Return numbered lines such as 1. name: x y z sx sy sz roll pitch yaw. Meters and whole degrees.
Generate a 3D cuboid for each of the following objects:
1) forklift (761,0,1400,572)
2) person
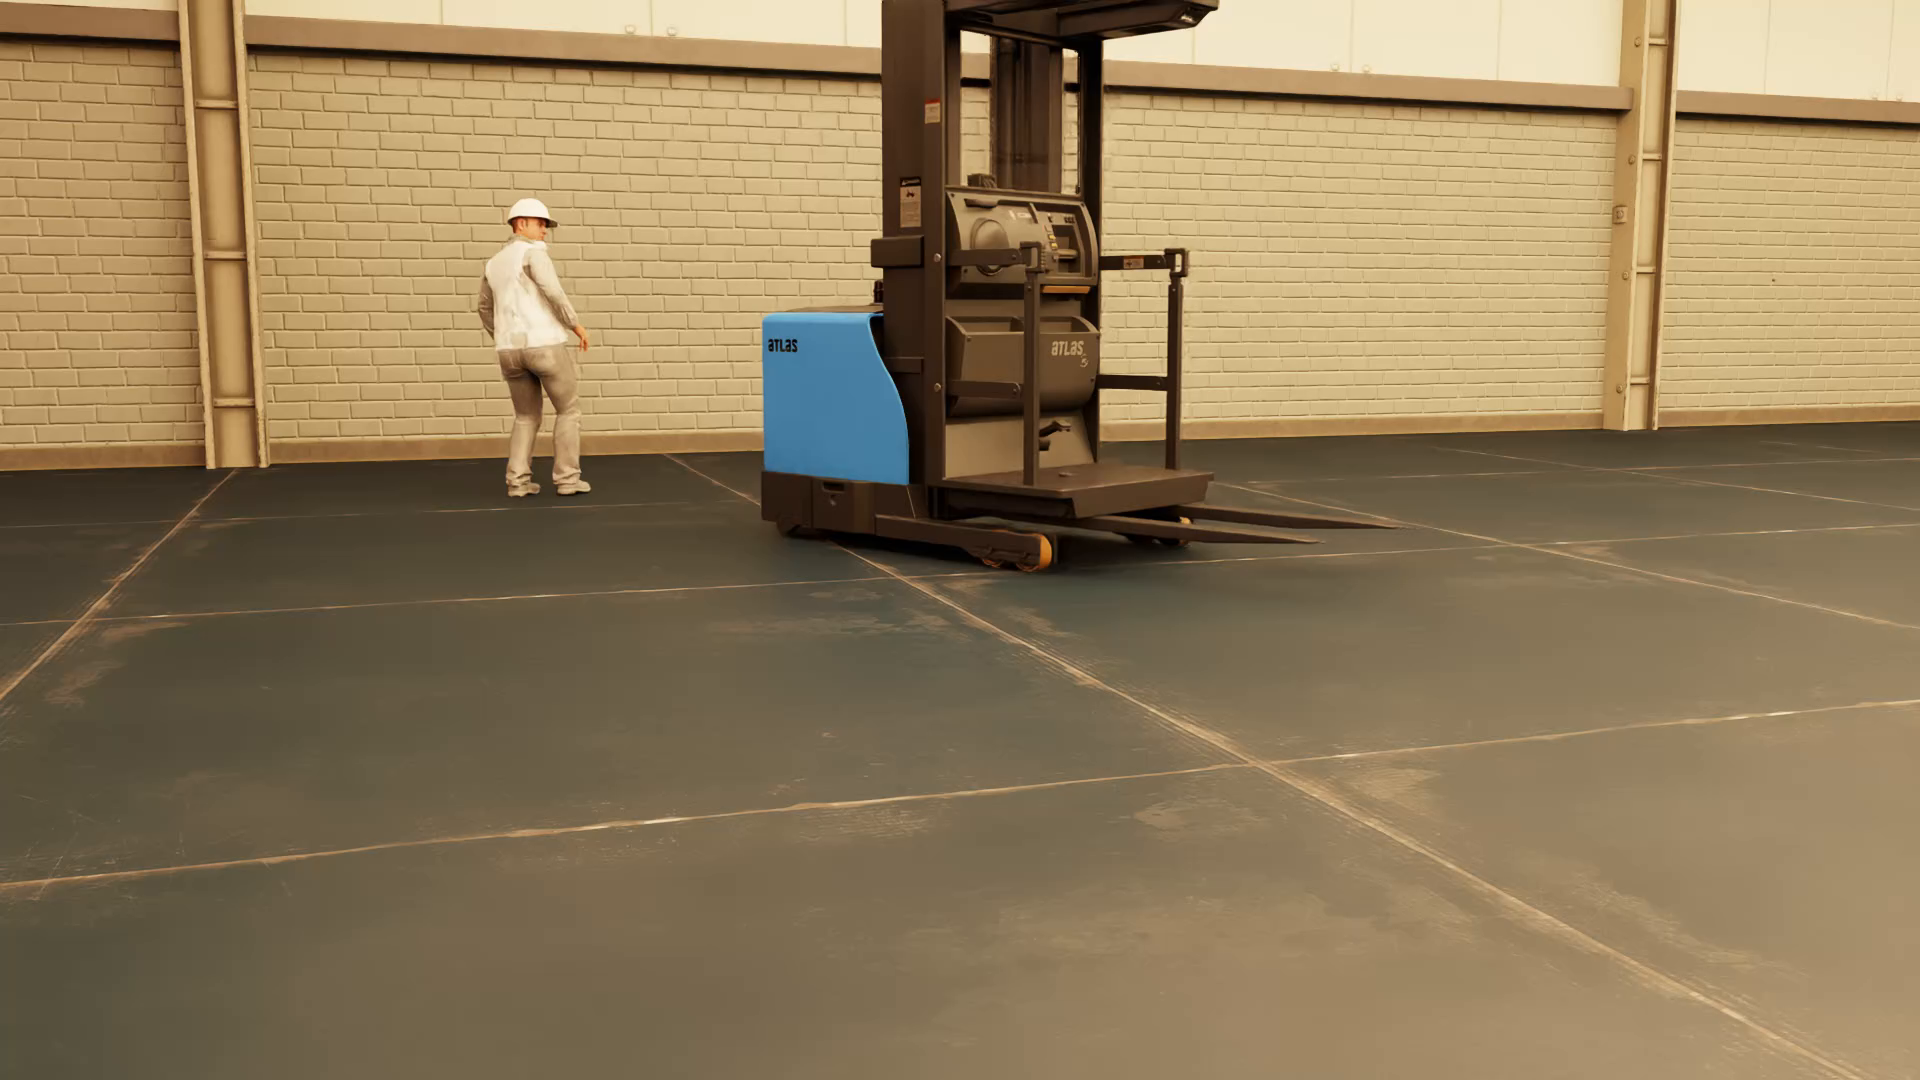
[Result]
1. forklift: 0.443 -1.396 7.310 3.031 2.935 1.130 7 11 43
2. person: -2.515 -1.134 9.834 0.726 1.744 0.513 4 9 27
